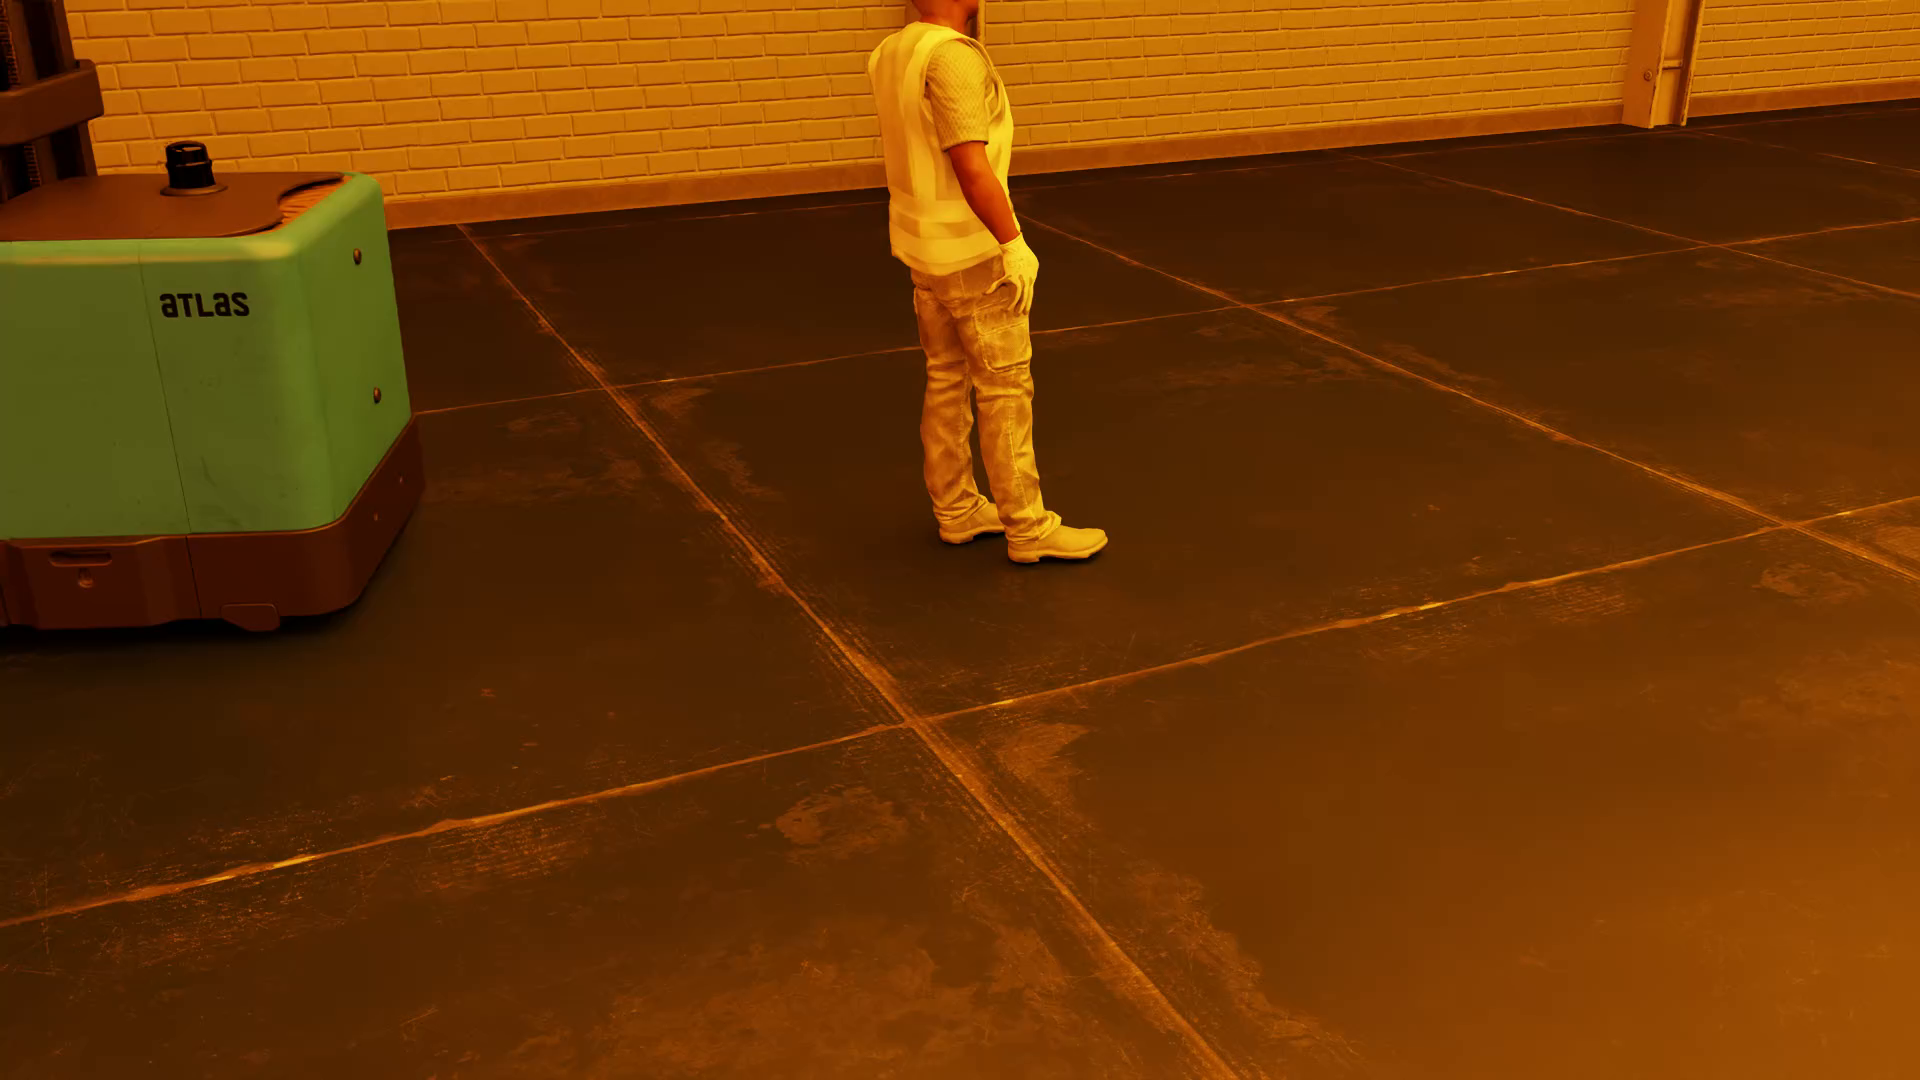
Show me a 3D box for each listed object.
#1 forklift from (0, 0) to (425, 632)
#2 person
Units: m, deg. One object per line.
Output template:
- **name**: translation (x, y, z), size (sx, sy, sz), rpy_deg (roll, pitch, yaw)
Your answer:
- **forklift**: translation (-3.185, -1.243, 4.277), size (3.031, 2.935, 1.130), rpy_deg (-2, 23, -4)
- **person**: translation (0.069, -0.839, 4.784), size (0.575, 1.784, 0.656), rpy_deg (-10, 25, -23)
